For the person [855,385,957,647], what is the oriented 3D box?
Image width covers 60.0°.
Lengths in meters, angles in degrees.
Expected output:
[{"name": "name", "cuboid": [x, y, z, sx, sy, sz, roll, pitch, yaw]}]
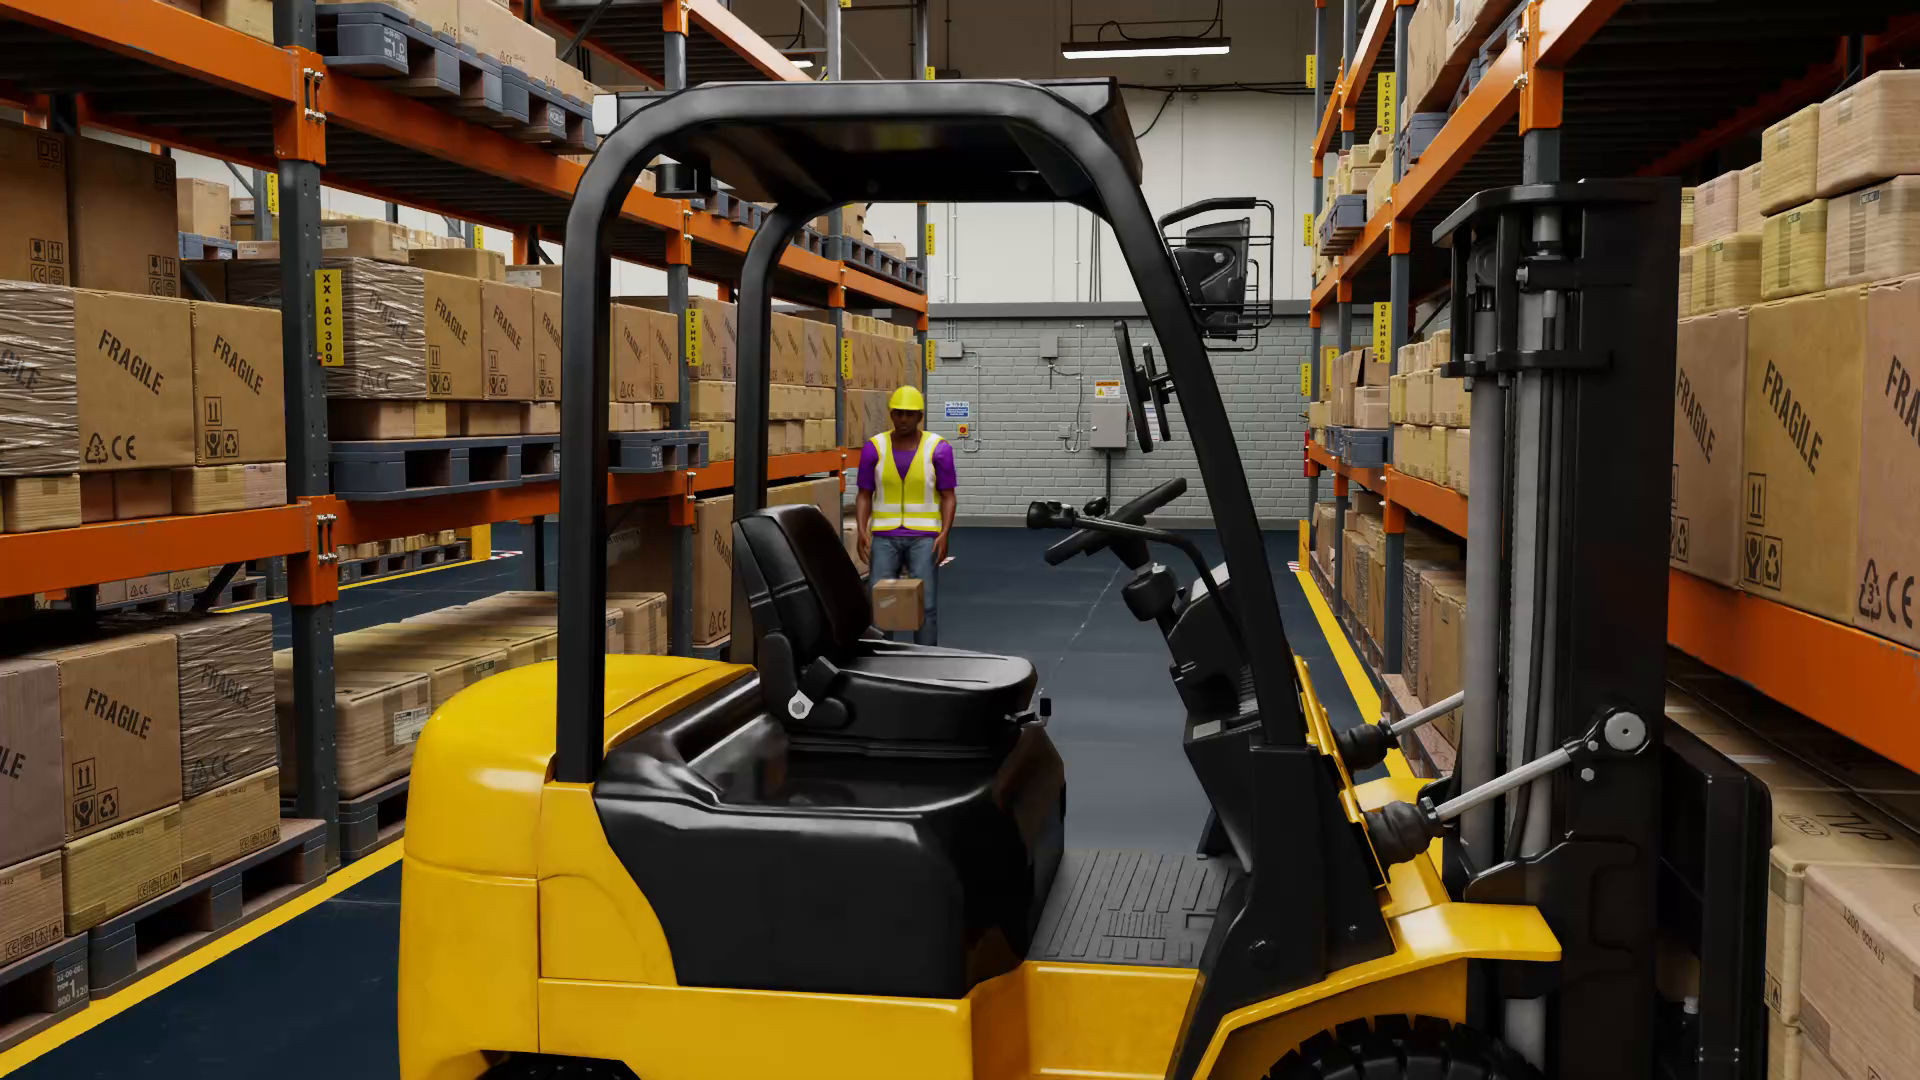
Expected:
[{"name": "person", "cuboid": [-0.314, -0.007, 9.591, 0.589, 1.765, 0.425, 1, 4, 7]}]
